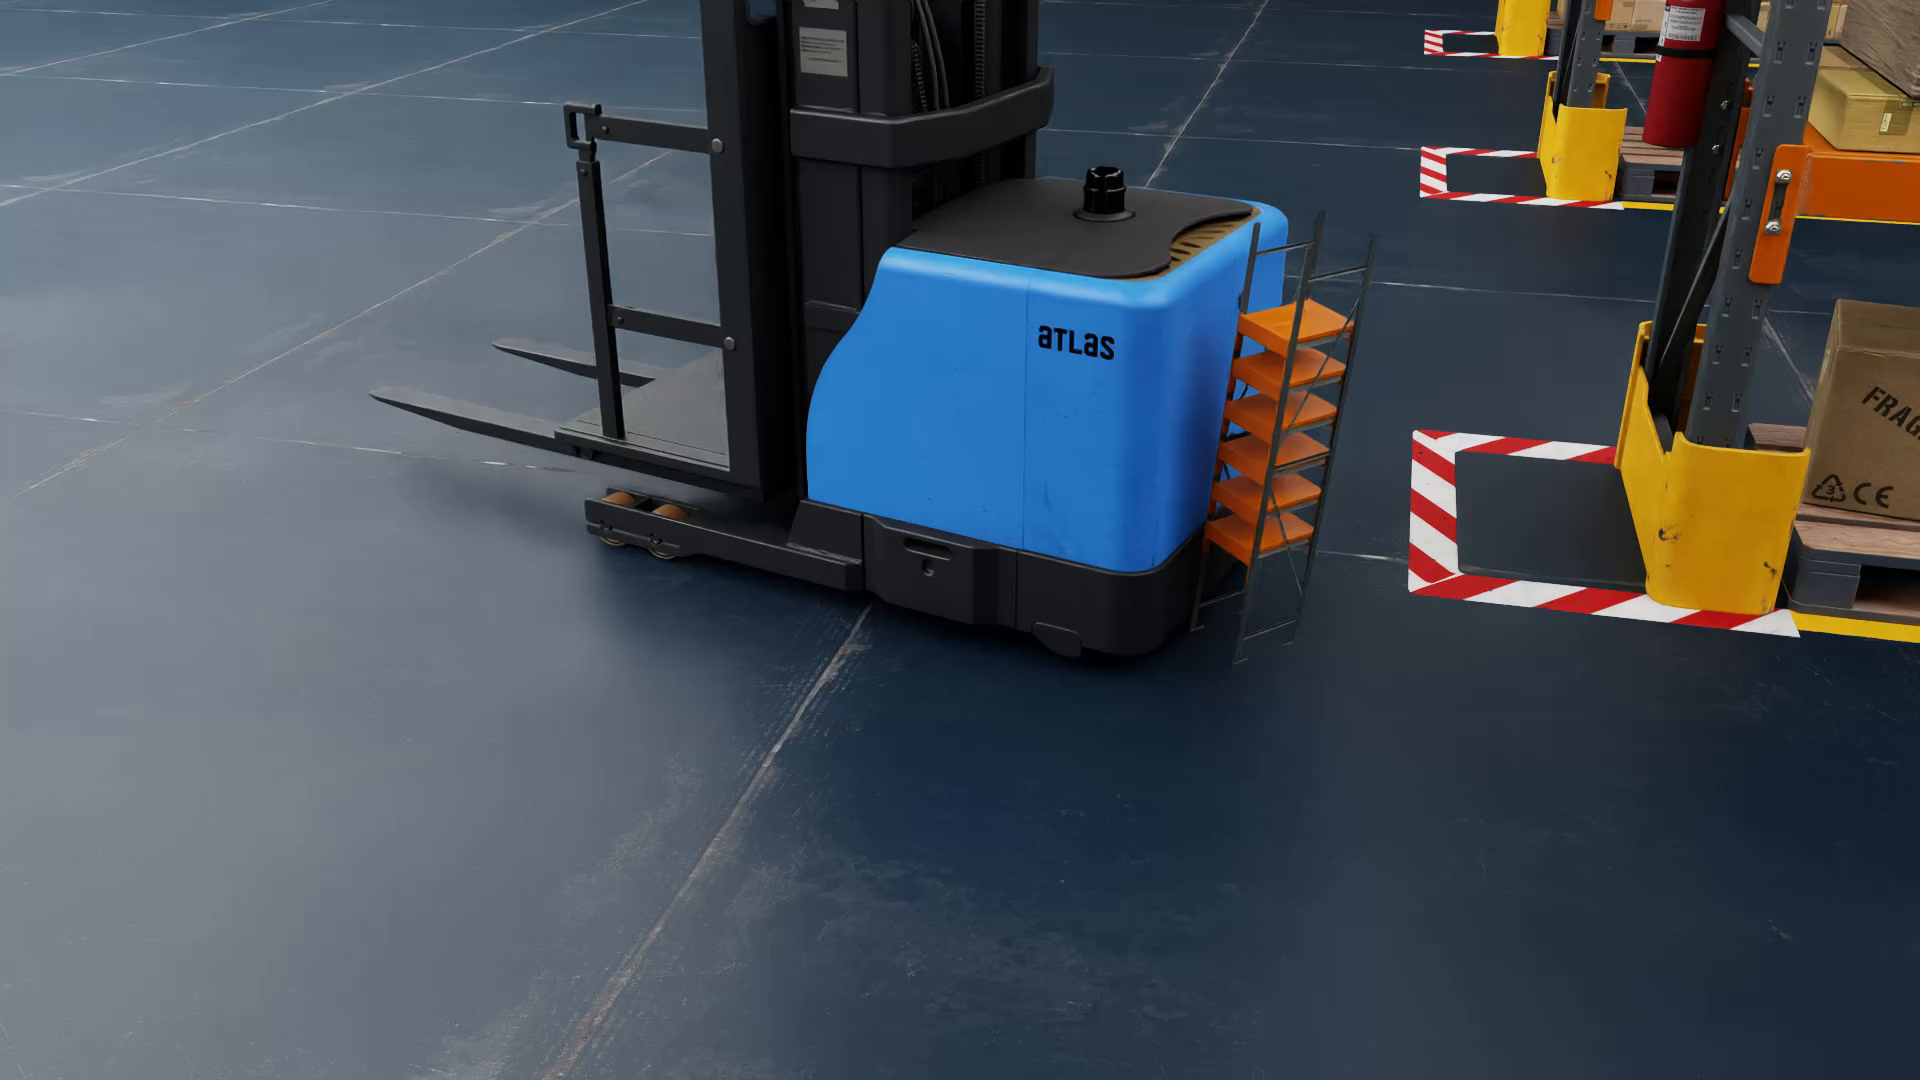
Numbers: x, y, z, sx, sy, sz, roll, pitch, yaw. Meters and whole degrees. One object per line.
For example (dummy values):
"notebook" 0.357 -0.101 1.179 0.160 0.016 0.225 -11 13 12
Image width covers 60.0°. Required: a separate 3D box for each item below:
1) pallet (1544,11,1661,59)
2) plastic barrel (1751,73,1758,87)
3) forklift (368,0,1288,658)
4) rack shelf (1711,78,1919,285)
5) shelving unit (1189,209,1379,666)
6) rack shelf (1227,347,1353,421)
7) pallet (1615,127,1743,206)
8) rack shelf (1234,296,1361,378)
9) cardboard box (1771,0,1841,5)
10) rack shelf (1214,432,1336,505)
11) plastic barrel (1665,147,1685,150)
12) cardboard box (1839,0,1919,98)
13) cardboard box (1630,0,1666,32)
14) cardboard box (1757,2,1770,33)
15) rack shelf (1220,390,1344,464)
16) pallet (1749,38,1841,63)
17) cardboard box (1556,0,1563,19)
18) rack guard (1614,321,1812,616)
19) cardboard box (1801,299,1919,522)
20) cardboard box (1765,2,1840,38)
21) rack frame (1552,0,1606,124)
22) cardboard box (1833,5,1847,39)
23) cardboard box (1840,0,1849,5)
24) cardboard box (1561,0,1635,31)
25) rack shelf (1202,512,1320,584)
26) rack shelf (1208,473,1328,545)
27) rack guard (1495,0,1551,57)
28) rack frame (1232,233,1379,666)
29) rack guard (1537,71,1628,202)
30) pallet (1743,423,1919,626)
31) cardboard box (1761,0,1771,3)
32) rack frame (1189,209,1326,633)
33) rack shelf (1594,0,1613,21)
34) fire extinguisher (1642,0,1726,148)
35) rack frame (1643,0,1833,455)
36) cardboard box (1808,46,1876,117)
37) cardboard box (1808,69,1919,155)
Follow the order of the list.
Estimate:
"pallet" 5.476 -4.200 13.825 1.213 0.211 1.003 6 26 13
"plastic barrel" 4.630 -2.435 9.281 0.421 0.512 0.421 0 25 0
"forklift" -0.585 -1.446 4.877 3.031 2.935 1.130 13 29 26
"rack shelf" 4.191 -0.860 4.404 4.000 0.370 1.077 6 26 13
"shelving unit" 0.829 -0.243 4.347 0.258 1.200 0.189 -16 36 -30
"rack shelf" 0.841 -0.410 4.247 0.258 0.103 0.180 -16 36 -30
"pallet" 4.358 -2.124 9.467 1.213 0.211 1.003 6 26 13
"rack shelf" 0.849 -0.513 4.185 0.258 0.103 0.180 -16 36 -30
"cardboard box" 6.641 -4.498 13.046 0.500 0.500 0.500 6 26 13
"rack shelf" 0.827 -0.205 4.369 0.258 0.103 0.180 -16 36 -30
"plastic barrel" 4.144 -2.489 9.394 0.421 0.512 0.421 0 25 0
"cardboard box" 2.780 -1.508 4.466 0.500 0.500 0.875 6 26 13
"cardboard box" 5.674 -4.269 13.438 0.500 0.250 0.500 6 26 13
"cardboard box" 6.158 -4.215 13.325 0.500 0.250 0.500 6 26 13
"rack shelf" 0.834 -0.307 4.308 0.258 0.103 0.180 -16 36 -30
"pallet" 6.654 -4.068 13.549 1.213 0.211 1.003 6 26 13
"cardboard box" 5.318 -4.537 14.000 0.500 0.250 0.500 6 26 13
"rack guard" 2.328 -0.262 5.220 0.348 0.500 1.175 6 26 13
"cardboard box" 2.855 -0.386 4.991 0.500 0.500 0.500 11 28 23
"cardboard box" 6.641 -4.160 13.208 0.500 0.250 0.500 6 26 13
"rack frame" 3.488 -3.461 9.031 0.127 3.000 1.000 6 26 13
"cardboard box" 7.126 -4.107 13.096 0.500 0.250 0.500 6 26 13
"cardboard box" 7.129 -4.450 12.946 0.500 0.500 0.500 6 26 13
"cardboard box" 5.189 -4.321 13.547 0.500 0.250 0.500 6 26 13
"rack shelf" 0.812 0.001 4.492 0.258 0.103 0.180 -16 36 -30
"rack shelf" 0.819 -0.102 4.431 0.258 0.103 0.180 -16 36 -30
"rack guard" 4.702 -4.397 13.904 0.348 0.500 1.175 6 26 13
"rack frame" 0.880 -0.201 4.283 0.240 1.200 0.006 -16 36 -30
"rack guard" 3.573 -2.344 9.592 0.348 0.500 1.175 6 26 13
"pallet" 3.106 -0.030 5.068 1.213 0.211 1.003 6 26 13
"cardboard box" 6.161 -4.559 13.174 0.500 0.500 0.500 6 26 13
"rack frame" 0.779 -0.284 4.410 0.240 1.200 0.006 -16 36 -30
"rack shelf" 5.425 -2.922 8.735 4.000 0.370 1.077 6 26 13
"fire extinguisher" 2.258 -1.568 5.145 0.183 0.674 0.296 6 26 13
"rack frame" 2.254 -1.399 4.699 0.127 3.000 1.000 6 26 13
"cardboard box" 2.581 -1.341 4.870 0.250 0.149 0.380 6 26 13
"cardboard box" 2.471 -1.156 4.481 0.250 0.149 0.380 6 26 13
